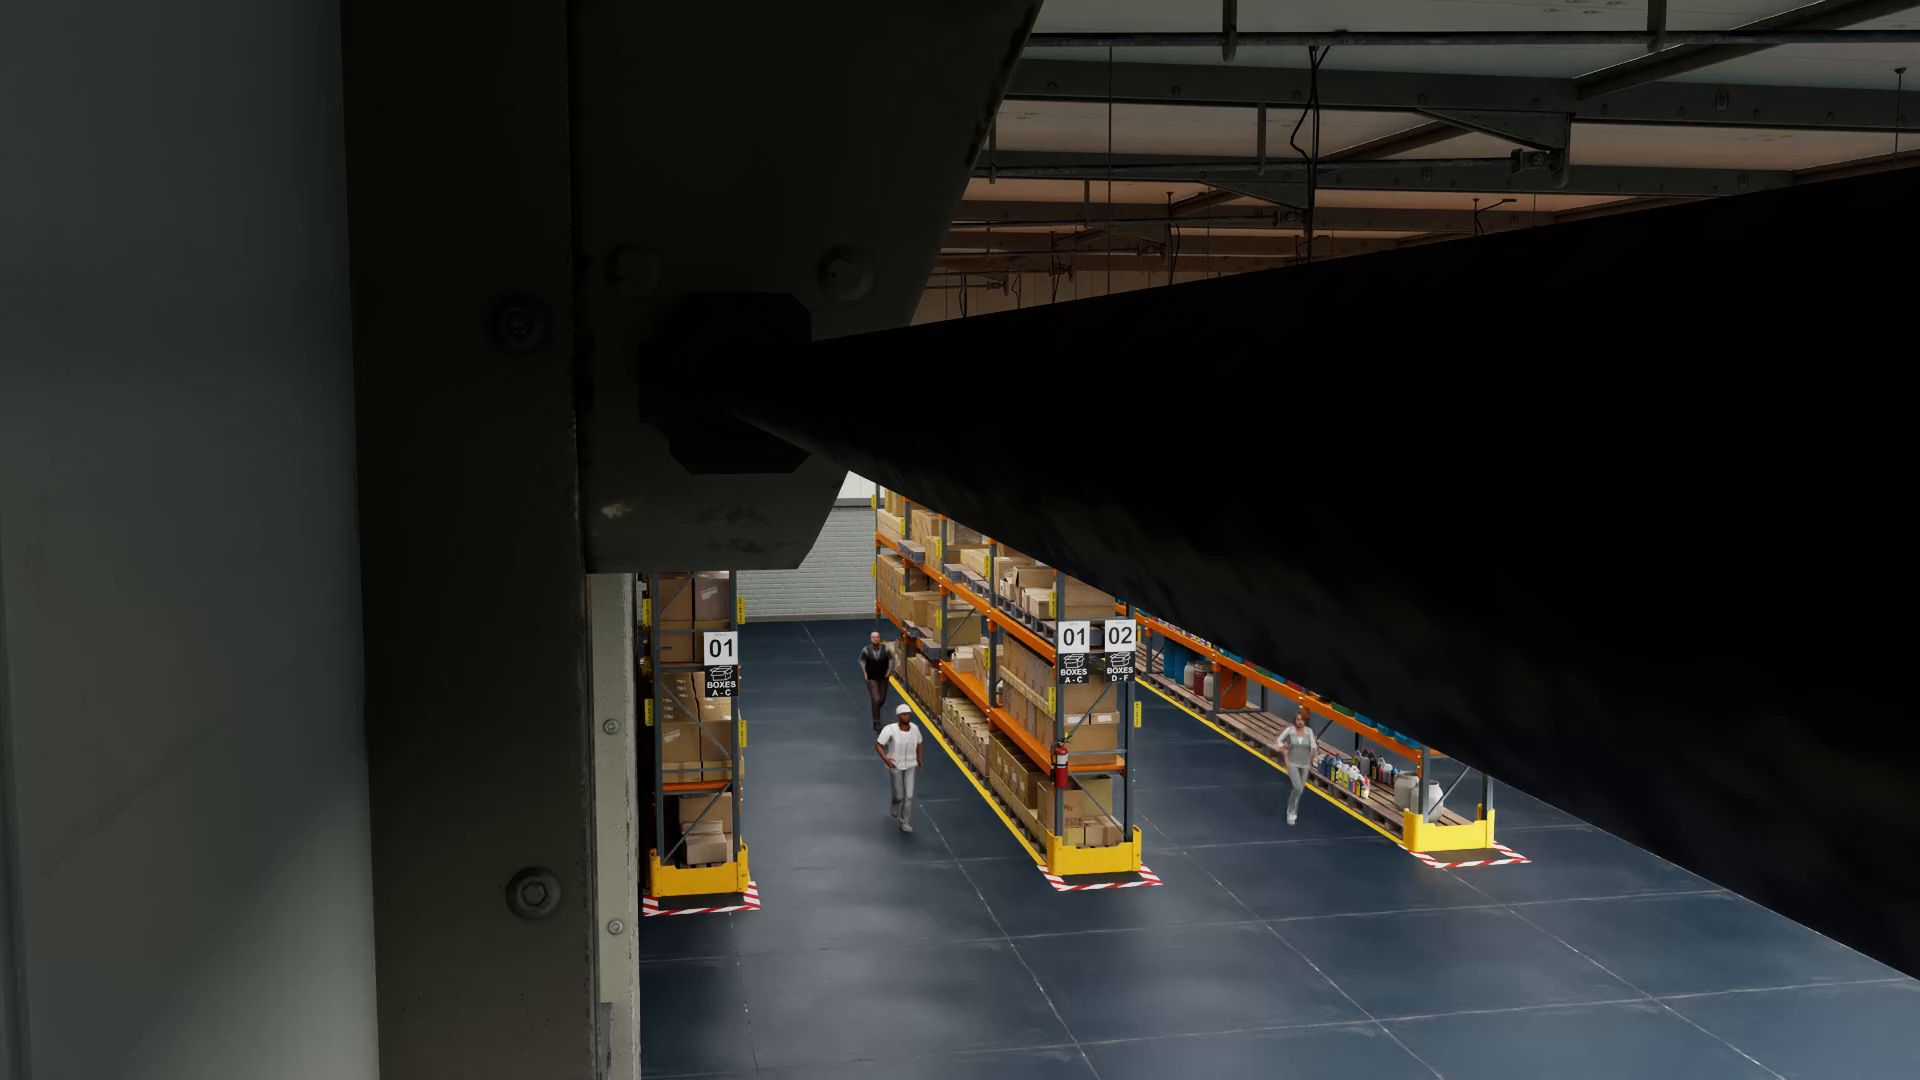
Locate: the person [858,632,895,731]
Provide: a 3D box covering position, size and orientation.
[{"bbox_3d":[-1.482,2.469,29.490,0.655,1.731,0.765,-1,6,-10],"label":"person"}]

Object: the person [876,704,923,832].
[{"bbox_3d":[-0.812,3.122,22.964,0.693,1.741,0.628,-2,6,-22],"label":"person"}]

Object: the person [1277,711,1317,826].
[{"bbox_3d":[4.713,3.177,23.133,0.507,1.613,0.673,-1,6,-8],"label":"person"}]
